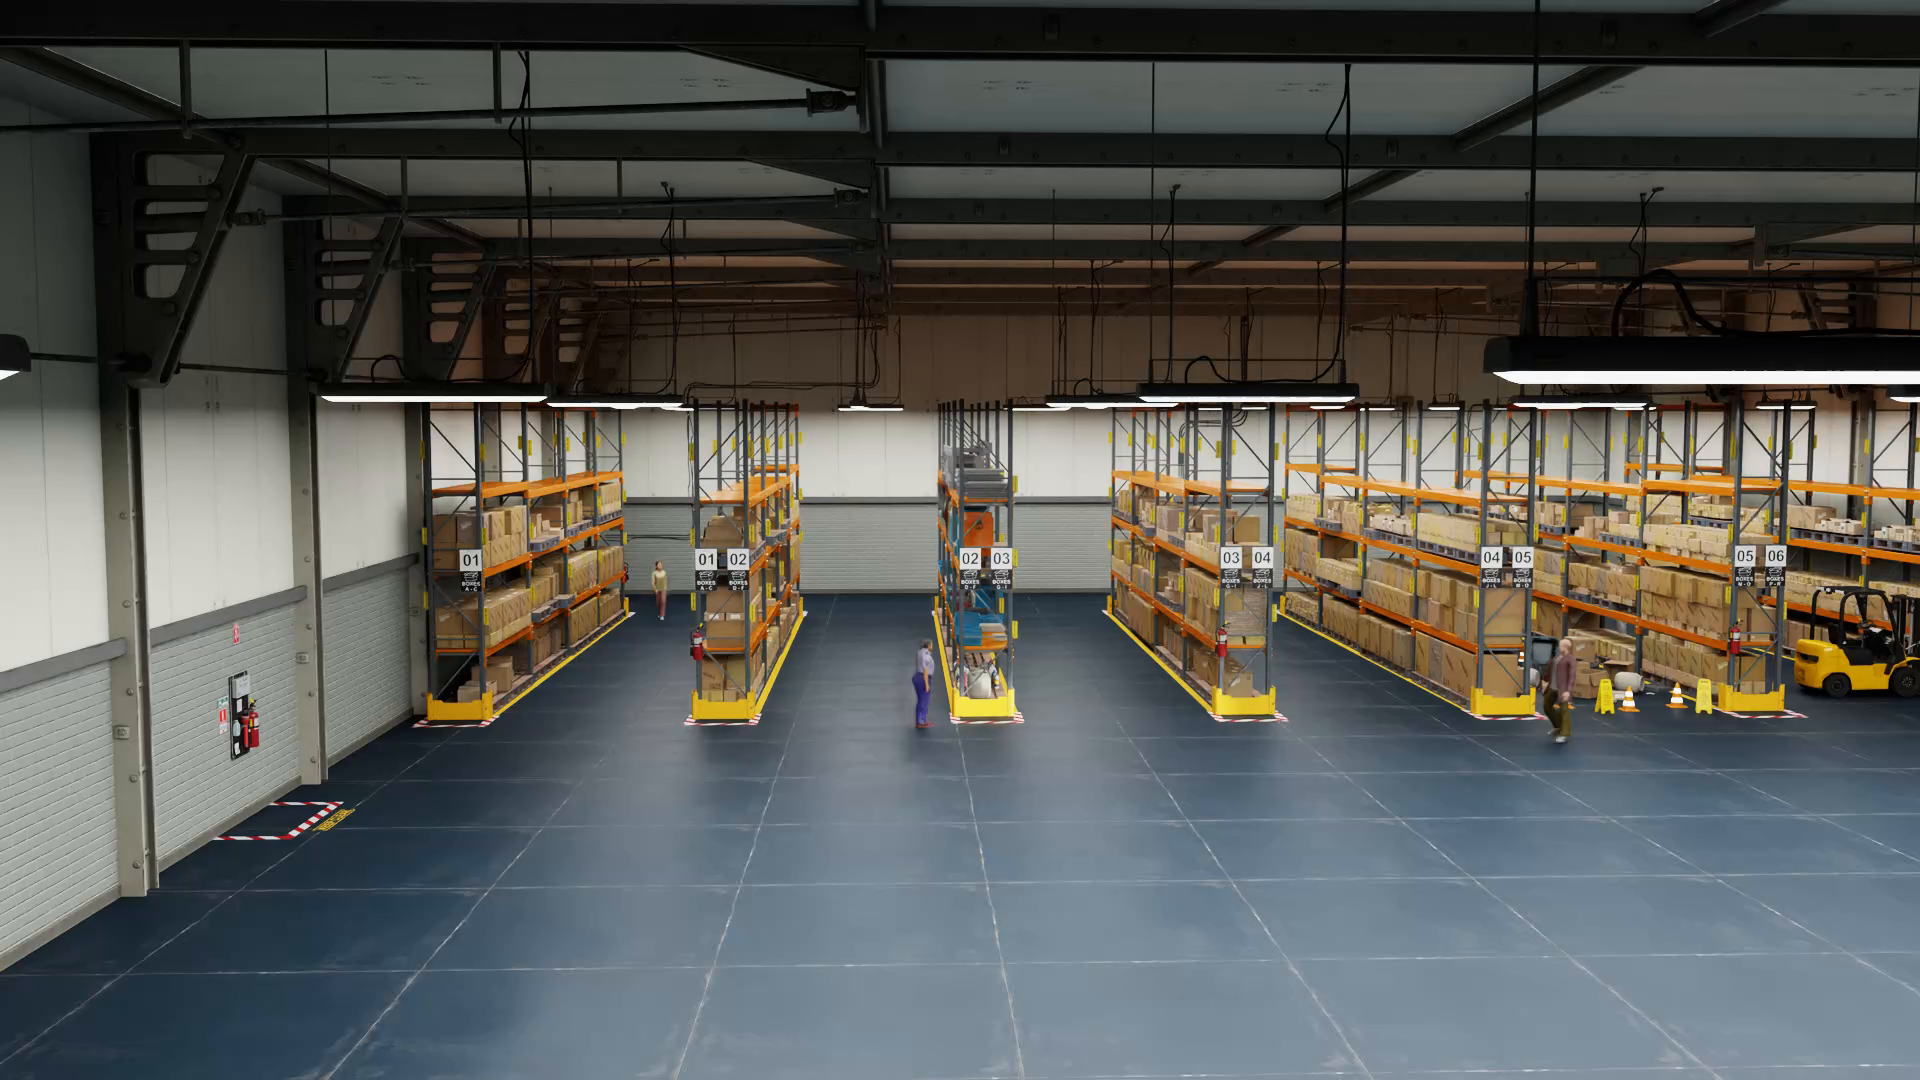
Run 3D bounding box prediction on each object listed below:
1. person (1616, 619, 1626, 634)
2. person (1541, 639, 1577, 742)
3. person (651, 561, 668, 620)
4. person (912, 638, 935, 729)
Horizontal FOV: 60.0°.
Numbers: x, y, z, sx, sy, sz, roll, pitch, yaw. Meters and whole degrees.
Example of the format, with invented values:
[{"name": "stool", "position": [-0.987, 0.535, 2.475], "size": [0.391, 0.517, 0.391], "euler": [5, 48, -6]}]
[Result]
[{"name": "person", "position": [16.587, 1.682, 41.699], "size": [0.431, 1.776, 0.626], "euler": [3, 5, 34]}, {"name": "person", "position": [10.505, 2.614, 29.116], "size": [0.560, 1.780, 0.654], "euler": [-2, 5, -26]}, {"name": "person", "position": [-8.352, 1.396, 46.180], "size": [0.429, 1.620, 0.956], "euler": [0, 4, -2]}, {"name": "person", "position": [-0.659, 2.700, 30.365], "size": [0.406, 1.469, 0.506], "euler": [-1, 4, -11]}]
